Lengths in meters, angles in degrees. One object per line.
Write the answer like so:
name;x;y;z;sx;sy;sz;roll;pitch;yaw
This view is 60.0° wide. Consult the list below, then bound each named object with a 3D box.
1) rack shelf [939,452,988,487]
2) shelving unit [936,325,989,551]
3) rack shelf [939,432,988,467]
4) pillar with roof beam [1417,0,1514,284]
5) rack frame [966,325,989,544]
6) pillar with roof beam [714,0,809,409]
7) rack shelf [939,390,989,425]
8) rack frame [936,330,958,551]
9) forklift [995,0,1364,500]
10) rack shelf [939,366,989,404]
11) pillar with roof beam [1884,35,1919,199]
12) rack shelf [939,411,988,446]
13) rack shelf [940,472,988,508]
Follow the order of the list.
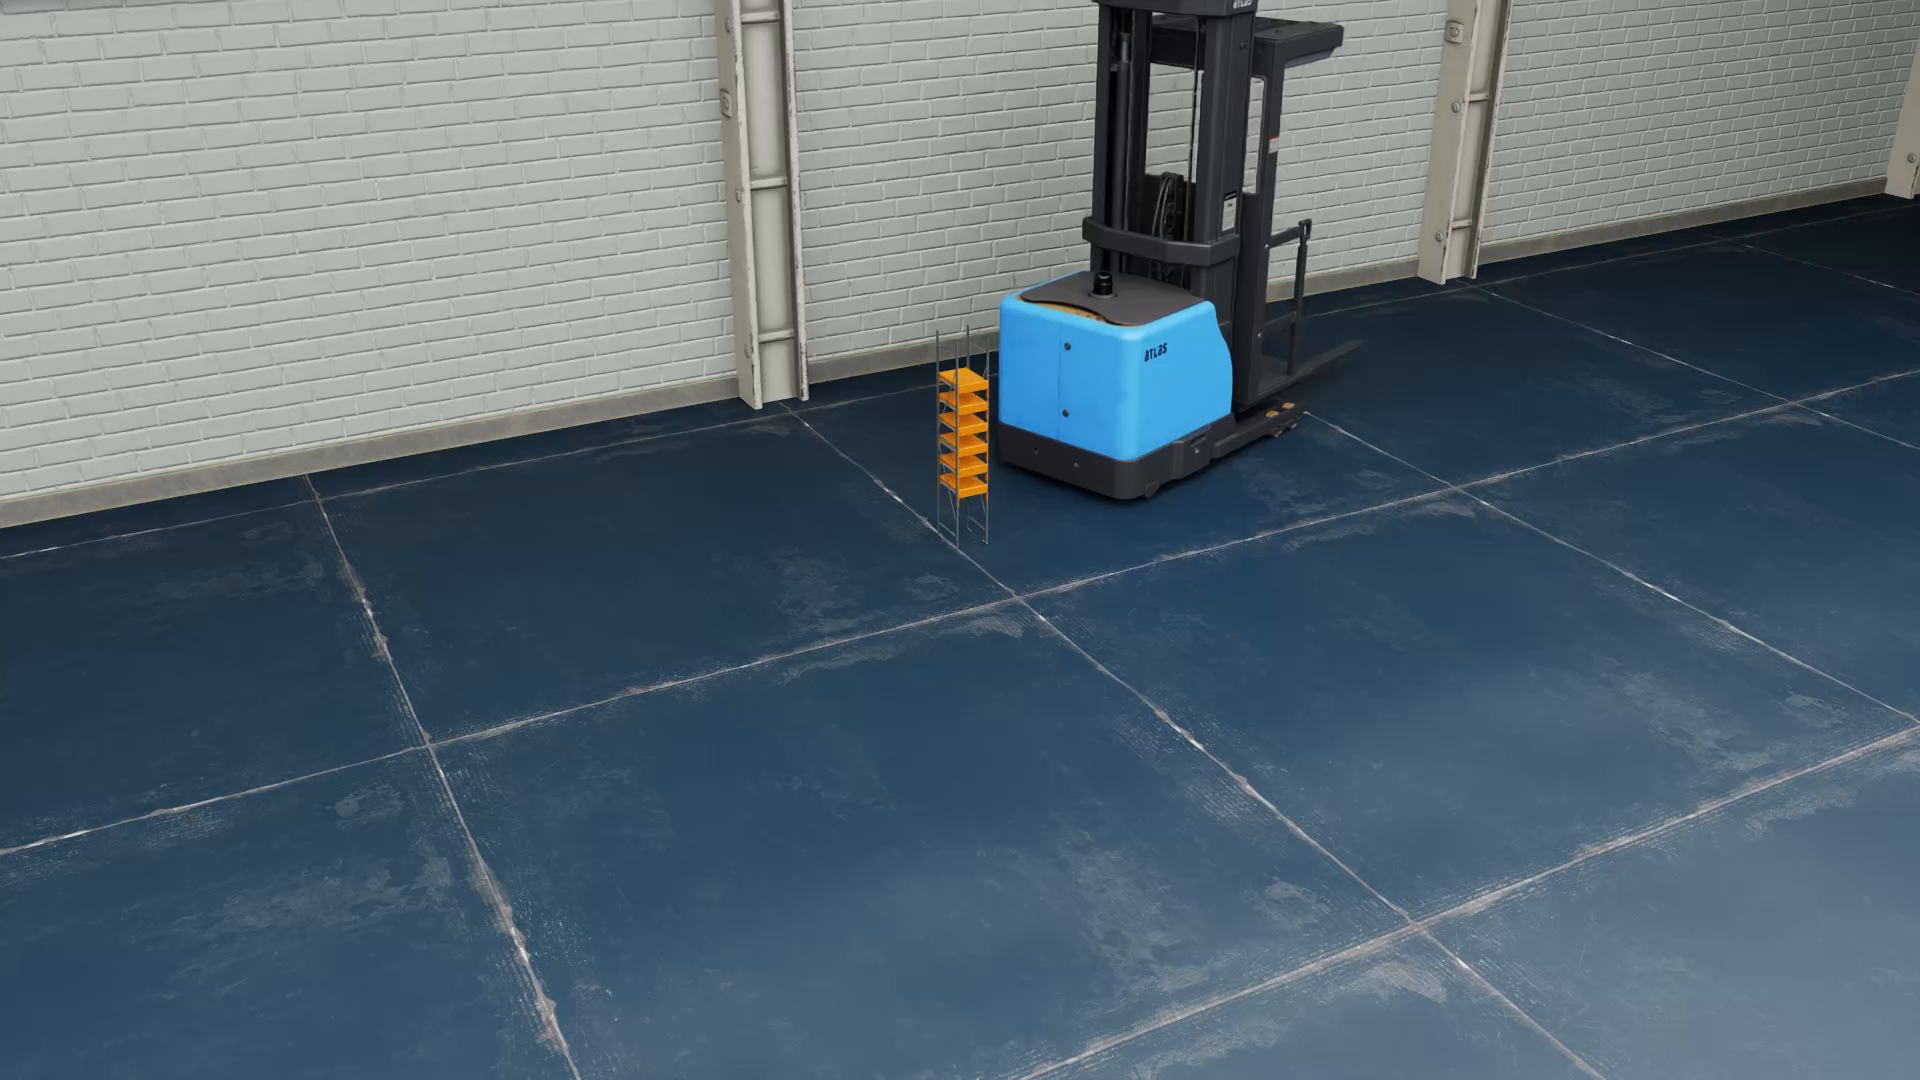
rack shelf;0.013;-0.396;9.068;0.180;0.103;0.258;-13;29;-25
shelving unit;0.013;-0.544;8.996;0.189;1.200;0.258;-13;29;-25
rack shelf;0.013;-0.504;9.016;0.180;0.103;0.258;-13;29;-25
pillar with roof beam;6.057;-4.602;8.438;0.400;9.000;9.100;-13;29;-25
rack frame;0.094;-0.562;9.035;0.006;1.200;0.240;-13;29;-25
pillar with roof beam;0.763;-3.380;5.892;0.400;9.000;9.100;-13;29;-25
rack shelf;0.013;-0.720;8.912;0.180;0.103;0.258;-13;29;-25
rack frame;-0.068;-0.525;8.958;0.006;1.200;0.240;-13;29;-25
forklift;1.571;-2.110;10.258;1.130;2.935;3.031;21;33;37
rack shelf;0.013;-0.828;8.860;0.180;0.103;0.258;-13;29;-25
pillar with roof beam;11.352;-5.824;10.983;0.400;9.000;9.100;-13;29;-25
rack shelf;0.013;-0.612;8.964;0.180;0.103;0.258;-13;29;-25
rack shelf;0.013;-0.287;9.120;0.180;0.103;0.258;-13;29;-25
